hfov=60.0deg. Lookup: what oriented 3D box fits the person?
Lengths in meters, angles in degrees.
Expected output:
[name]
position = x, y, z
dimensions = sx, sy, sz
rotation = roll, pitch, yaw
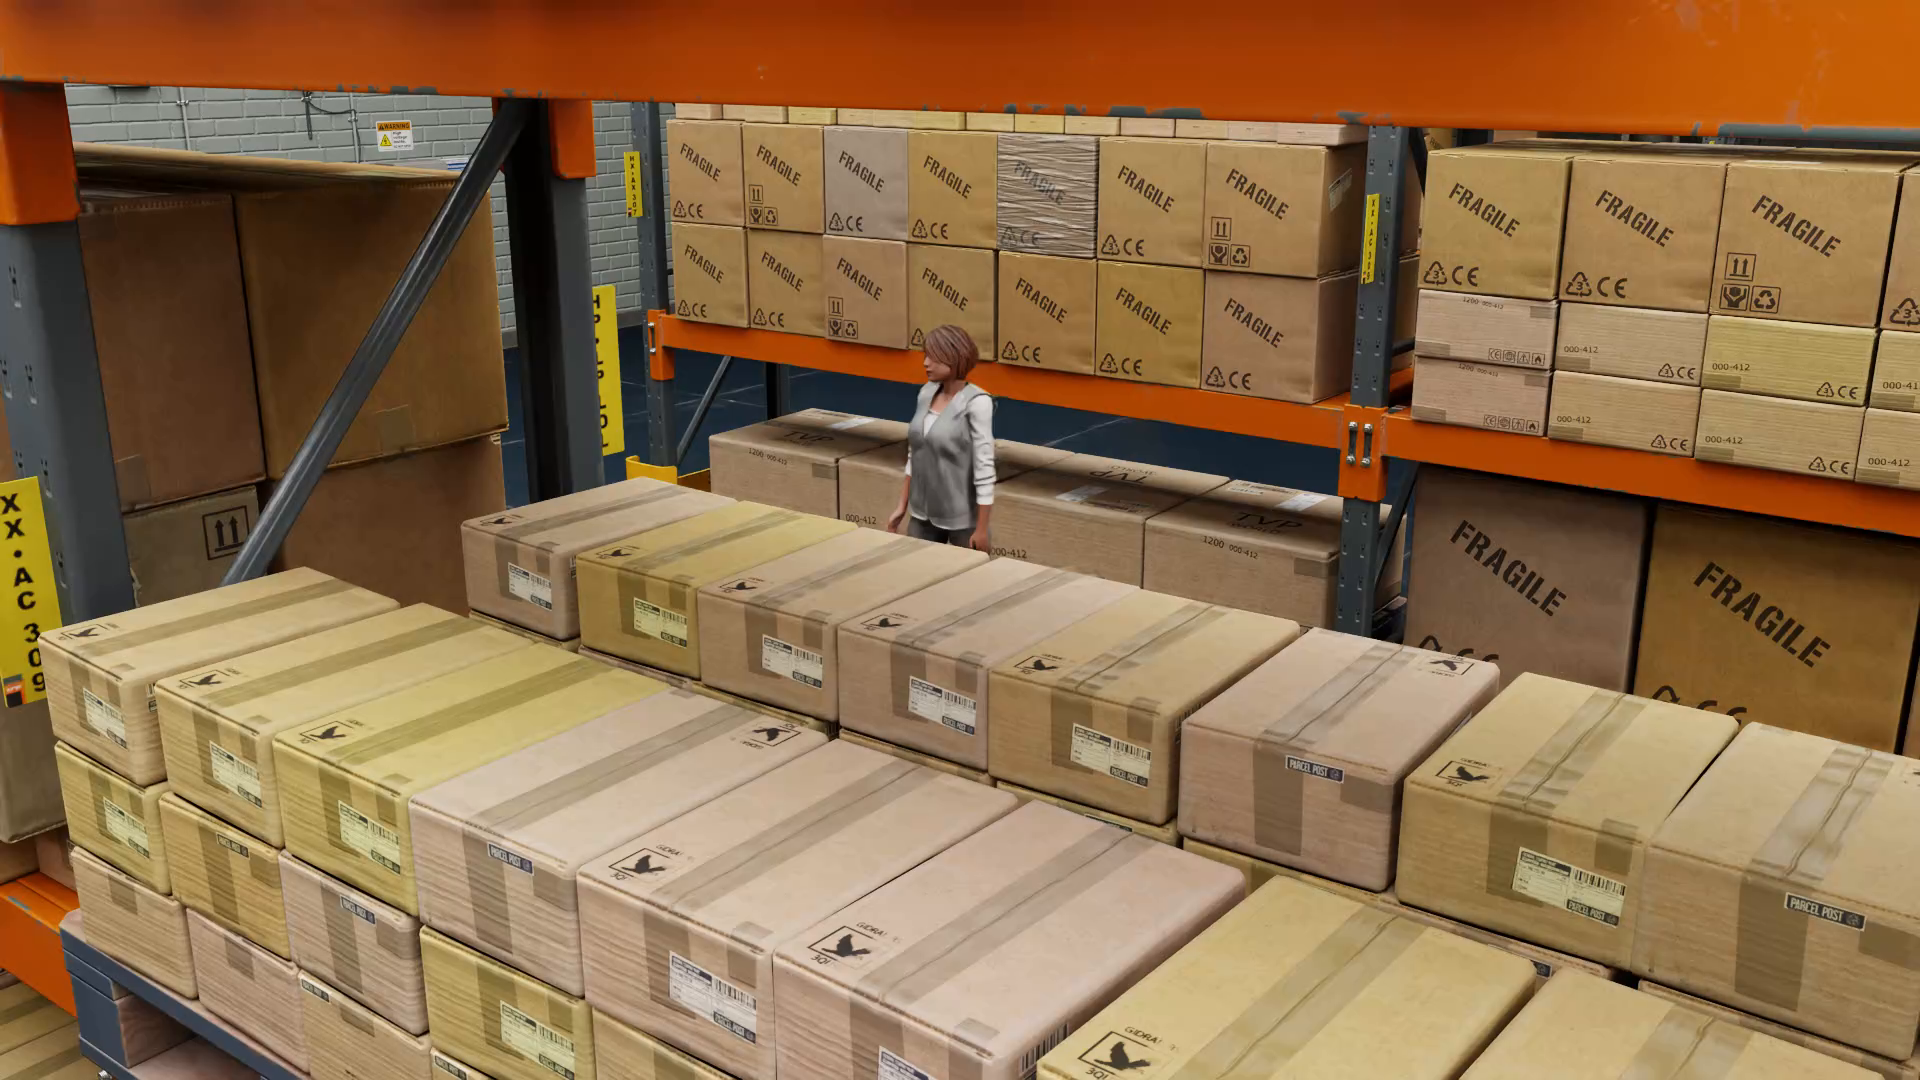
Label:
[person]
position = -0.078, -0.053, 6.659
dimensions = 0.466, 1.603, 0.484
rotation = 14, 22, 39
